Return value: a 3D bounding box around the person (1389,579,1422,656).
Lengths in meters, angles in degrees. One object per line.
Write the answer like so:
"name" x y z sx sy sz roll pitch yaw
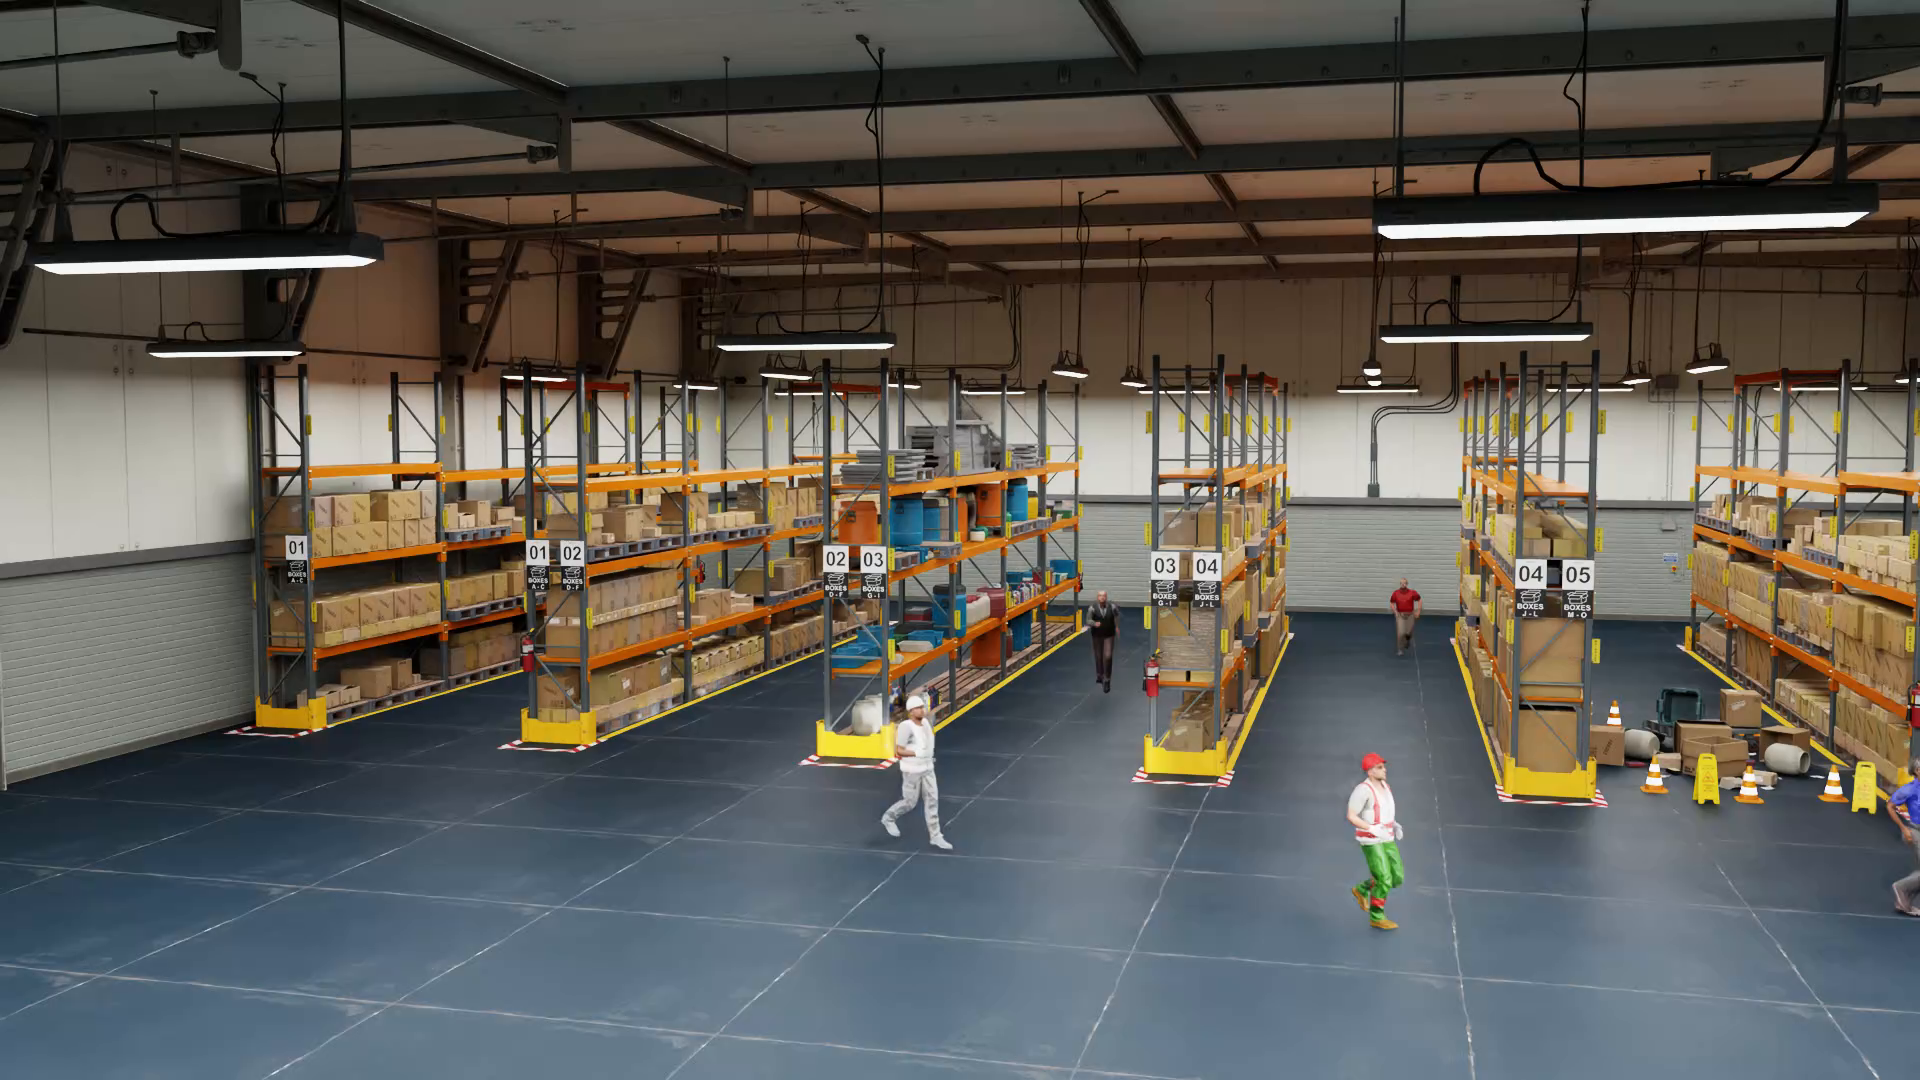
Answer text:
"person" 9.672 1.676 36.138 0.684 1.682 0.638 1 4 19

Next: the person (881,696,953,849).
"person" -0.516 2.733 19.688 0.984 1.781 0.684 3 5 37

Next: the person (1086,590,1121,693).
"person" 2.572 1.819 29.929 0.620 1.839 0.803 0 4 7

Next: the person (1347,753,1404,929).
"person" 4.119 2.991 16.562 0.678 1.744 0.593 -4 5 -44

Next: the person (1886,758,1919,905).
"person" 9.797 2.990 16.872 0.560 1.546 0.568 -3 5 -35
